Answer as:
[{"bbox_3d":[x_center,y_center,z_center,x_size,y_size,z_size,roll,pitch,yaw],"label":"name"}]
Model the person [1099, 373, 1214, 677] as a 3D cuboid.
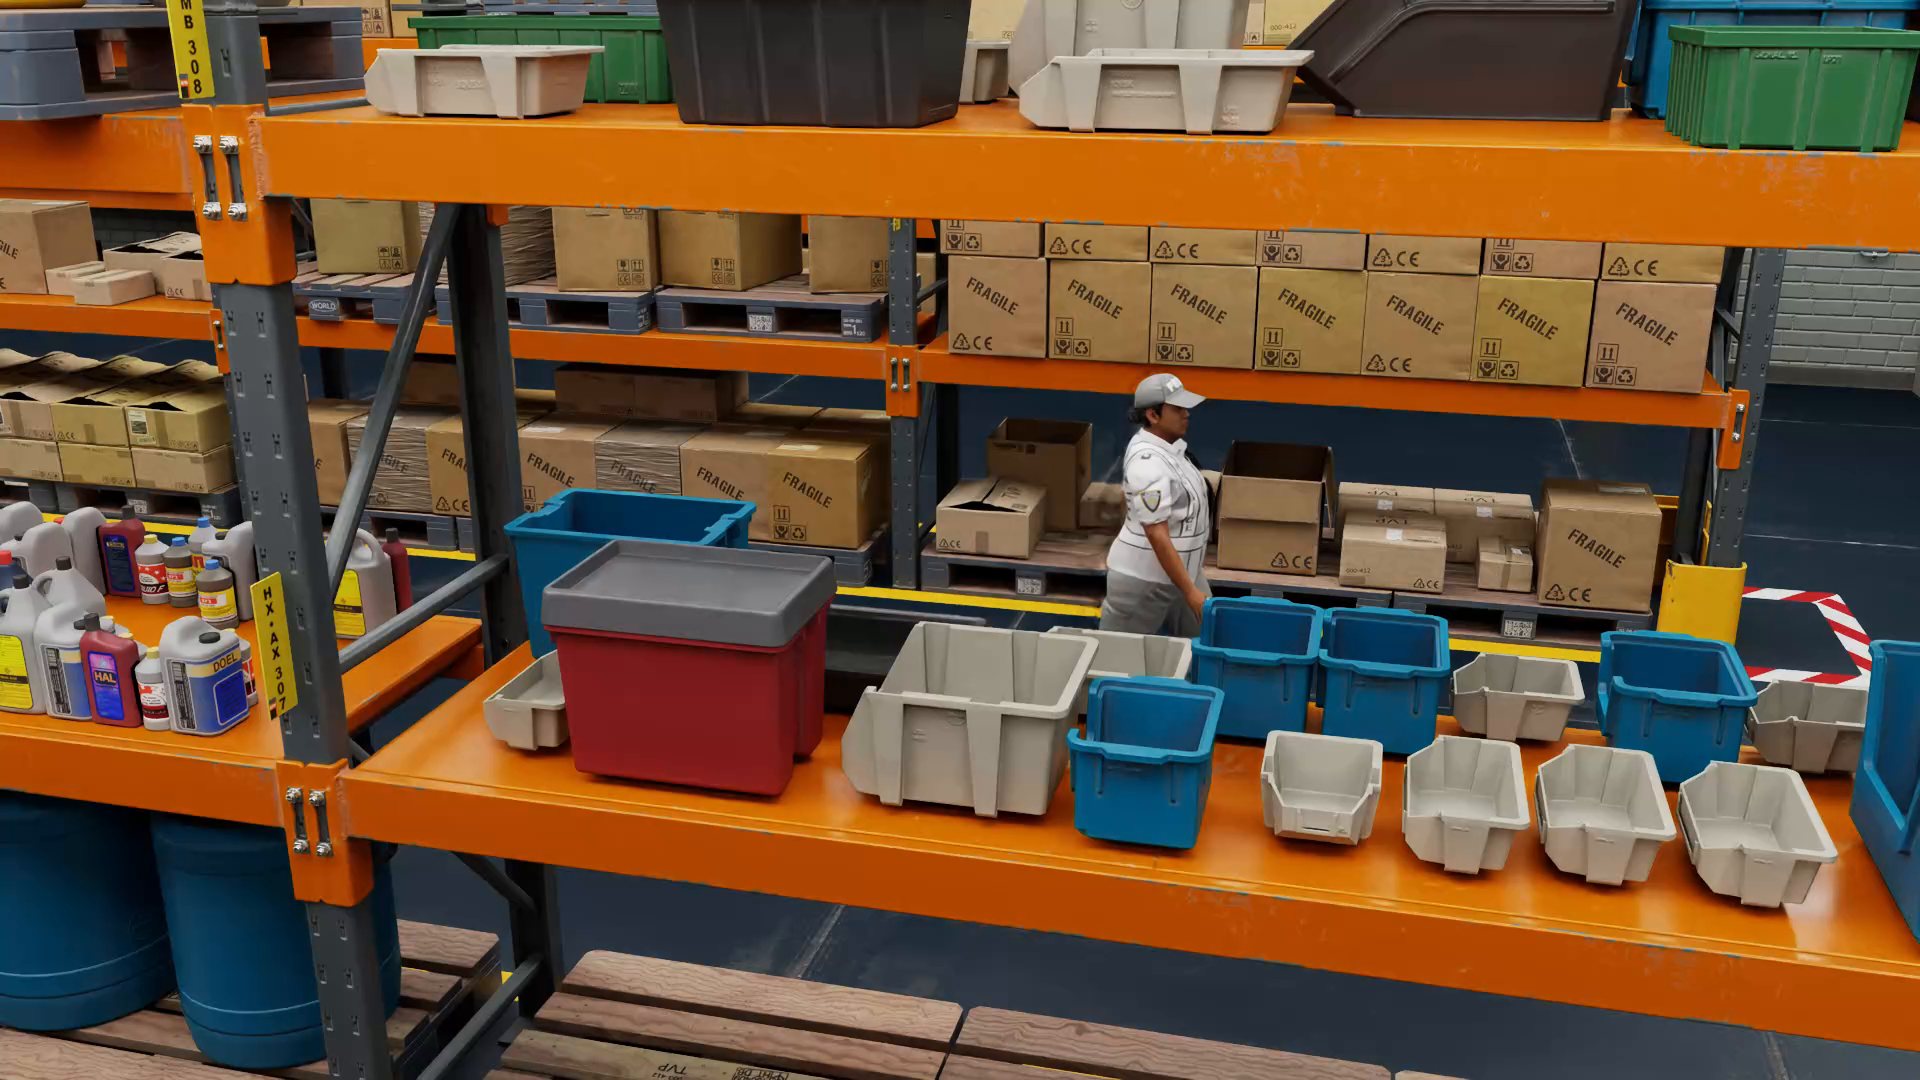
[{"bbox_3d":[0.868,0.135,6.610,0.993,1.606,0.514,7,20,19],"label":"person"}]
